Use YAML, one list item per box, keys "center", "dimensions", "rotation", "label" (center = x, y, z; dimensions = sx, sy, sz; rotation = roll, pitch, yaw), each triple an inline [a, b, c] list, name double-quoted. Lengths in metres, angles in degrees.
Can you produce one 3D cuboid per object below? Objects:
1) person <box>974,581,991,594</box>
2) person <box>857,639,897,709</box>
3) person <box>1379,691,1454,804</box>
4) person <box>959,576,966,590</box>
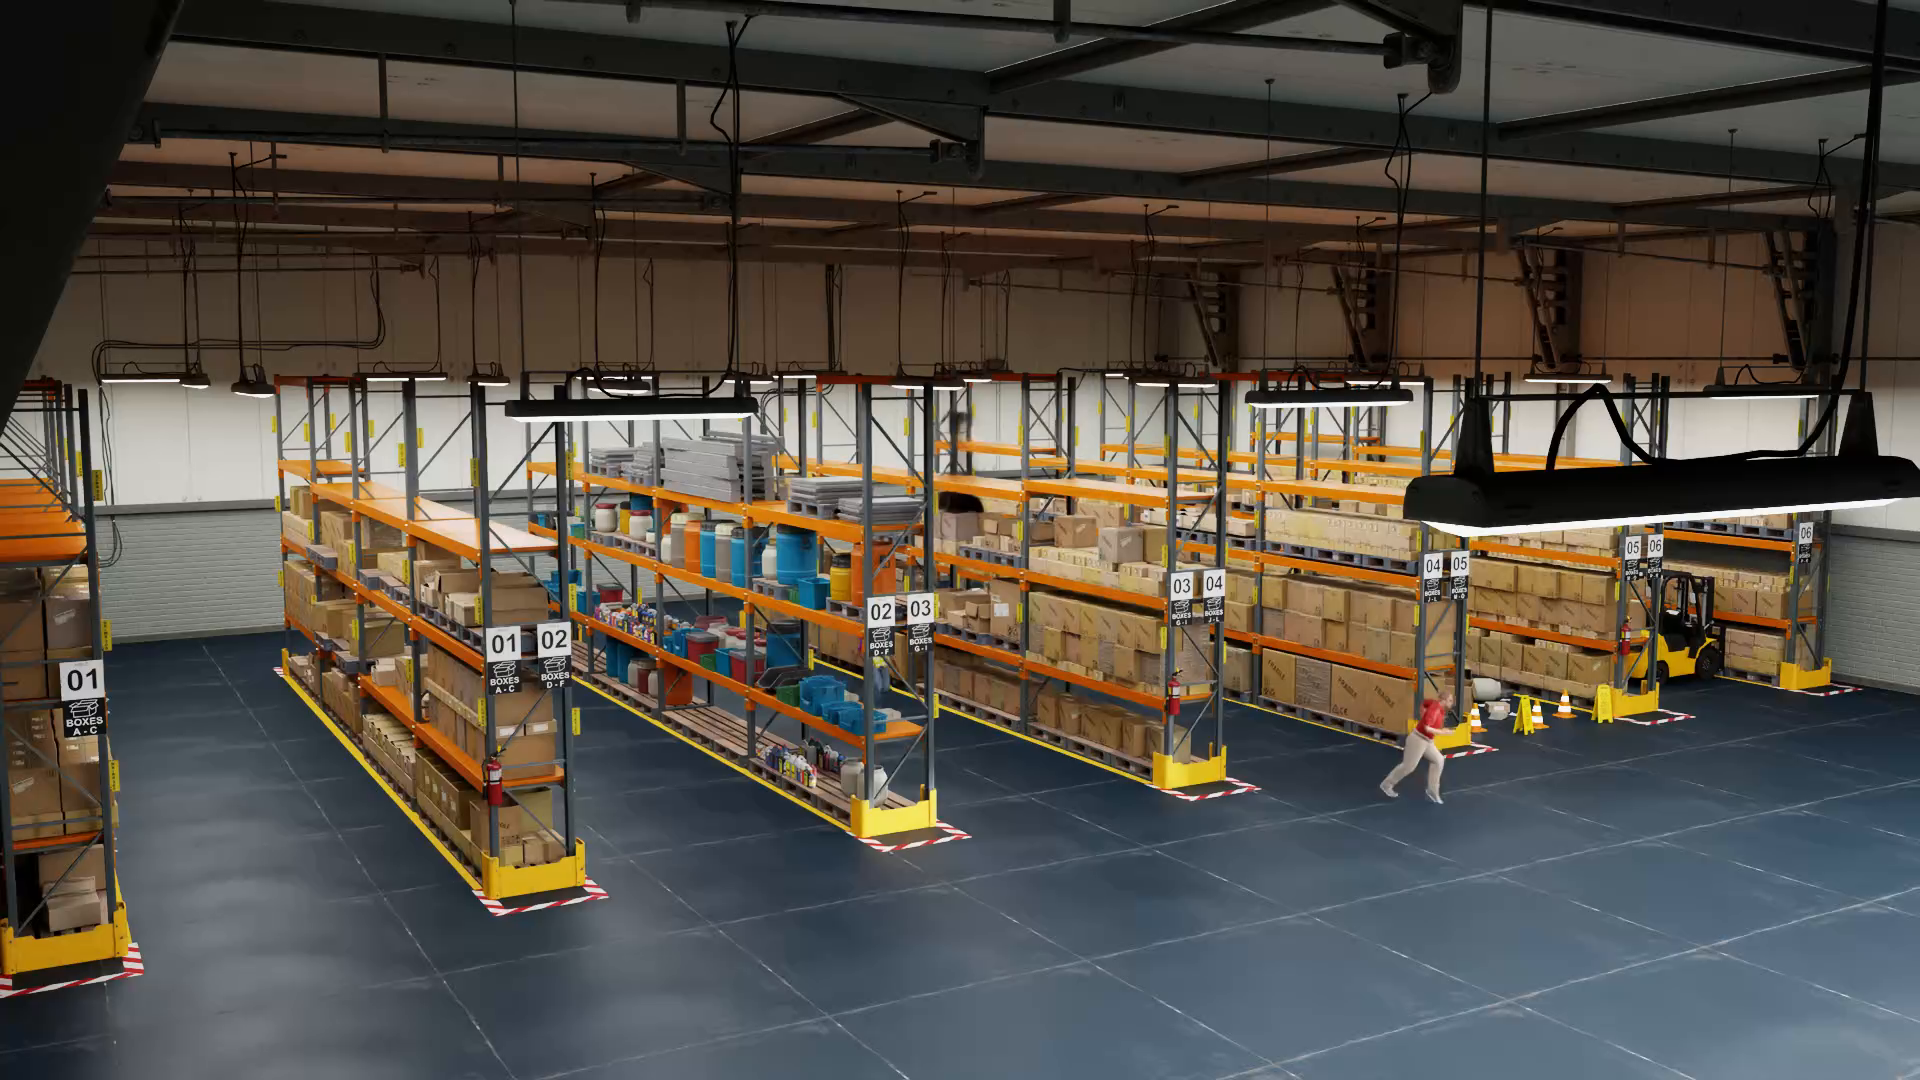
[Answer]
- center: [0.464, 1.605, 36.644]
  dimensions: [0.623, 1.508, 1.040]
  rotation: [-2, 7, -20]
  label: "person"
- center: [-1.483, 2.245, 29.619]
  dimensions: [0.702, 1.726, 0.562]
  rotation: [-4, 7, -30]
  label: "person"
- center: [6.535, 2.961, 23.767]
  dimensions: [1.018, 1.695, 0.707]
  rotation: [3, 7, 23]
  label: "person"
- center: [0.081, 0.861, 42.259]
  dimensions: [0.884, 1.726, 0.745]
  rotation: [2, 7, 22]
  label: "person"
